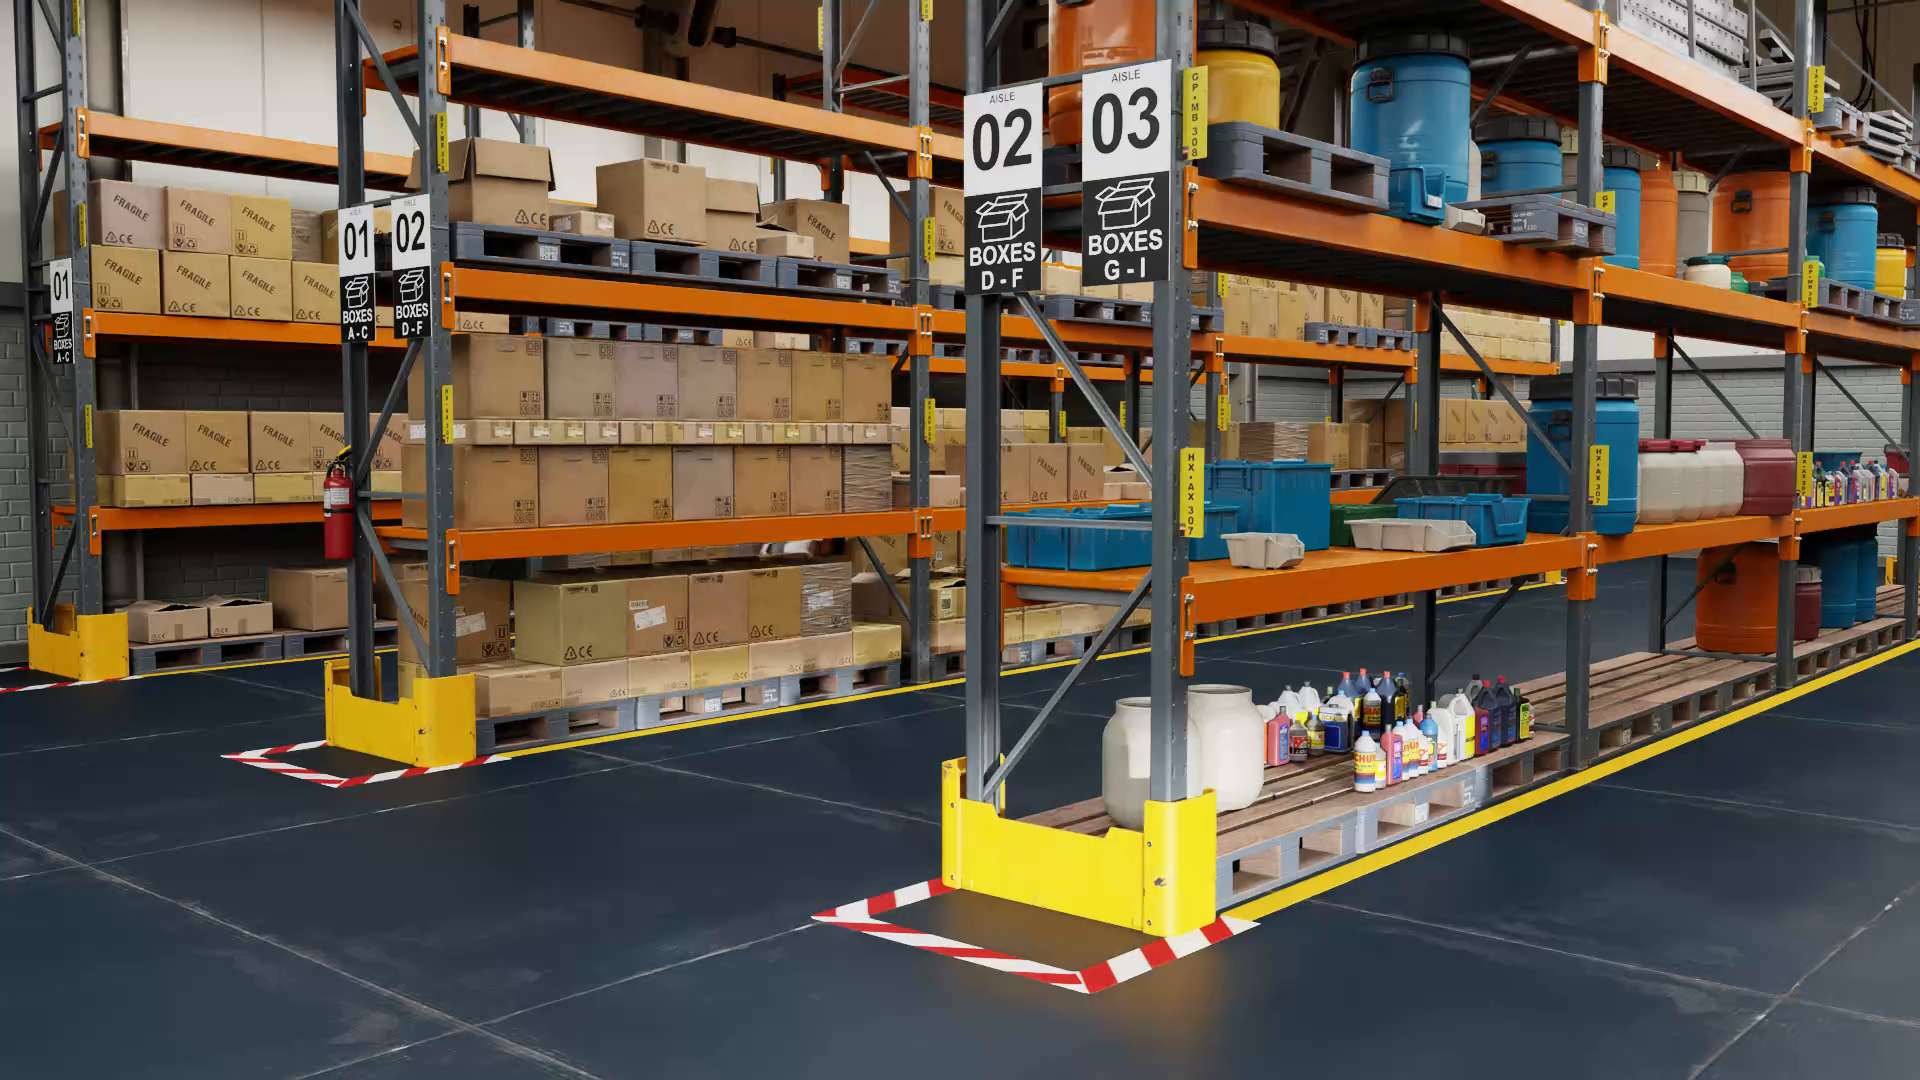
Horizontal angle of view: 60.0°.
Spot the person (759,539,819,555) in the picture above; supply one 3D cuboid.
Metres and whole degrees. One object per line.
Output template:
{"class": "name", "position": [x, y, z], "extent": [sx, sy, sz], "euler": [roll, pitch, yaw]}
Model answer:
{"class": "person", "position": [-1.536, -0.004, 15.266], "extent": [0.601, 1.770, 0.597], "euler": [2, 4, 33]}
